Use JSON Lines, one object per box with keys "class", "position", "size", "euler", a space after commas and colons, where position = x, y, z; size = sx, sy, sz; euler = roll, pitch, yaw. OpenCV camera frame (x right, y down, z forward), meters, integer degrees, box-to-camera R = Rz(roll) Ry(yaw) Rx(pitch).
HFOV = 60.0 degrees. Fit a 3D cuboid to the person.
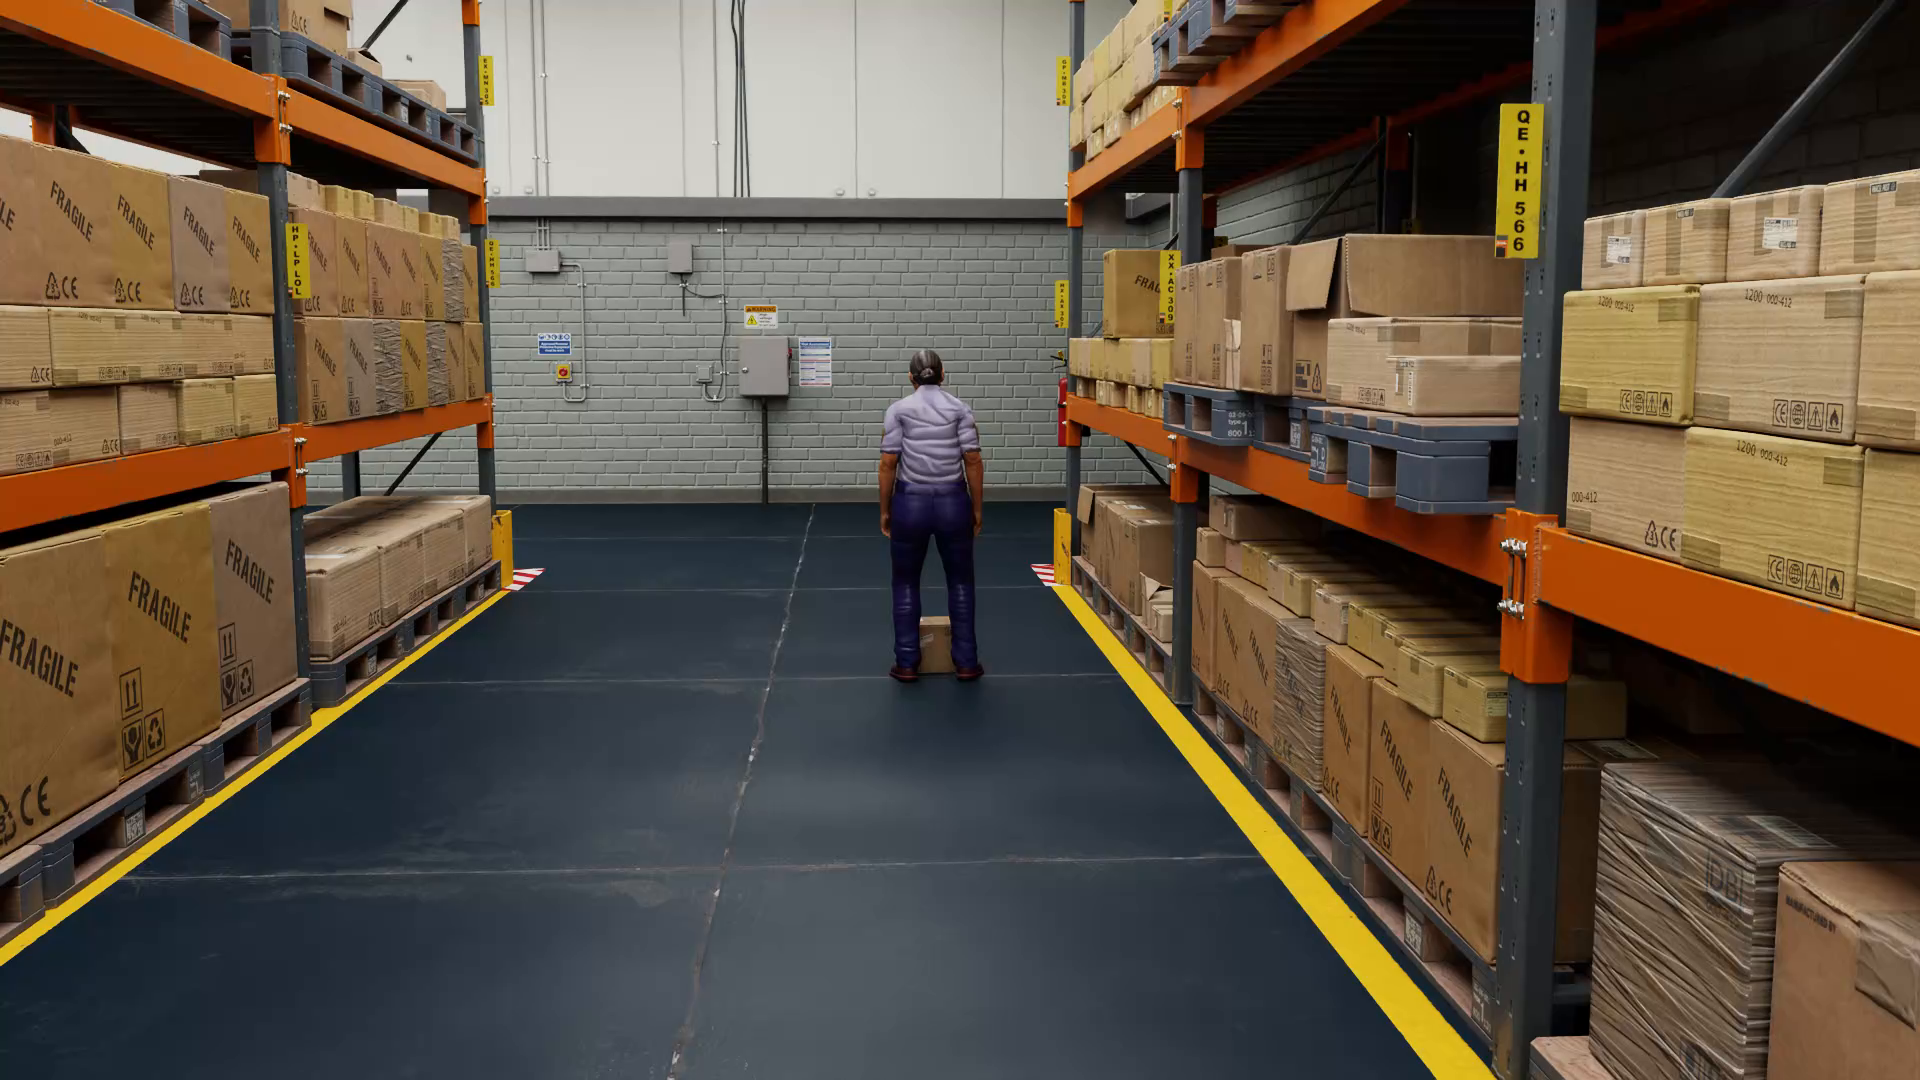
{"class": "person", "position": [-0.139, -0.118, 8.313], "size": [0.537, 1.637, 0.337], "euler": [-1, 7, -4]}
